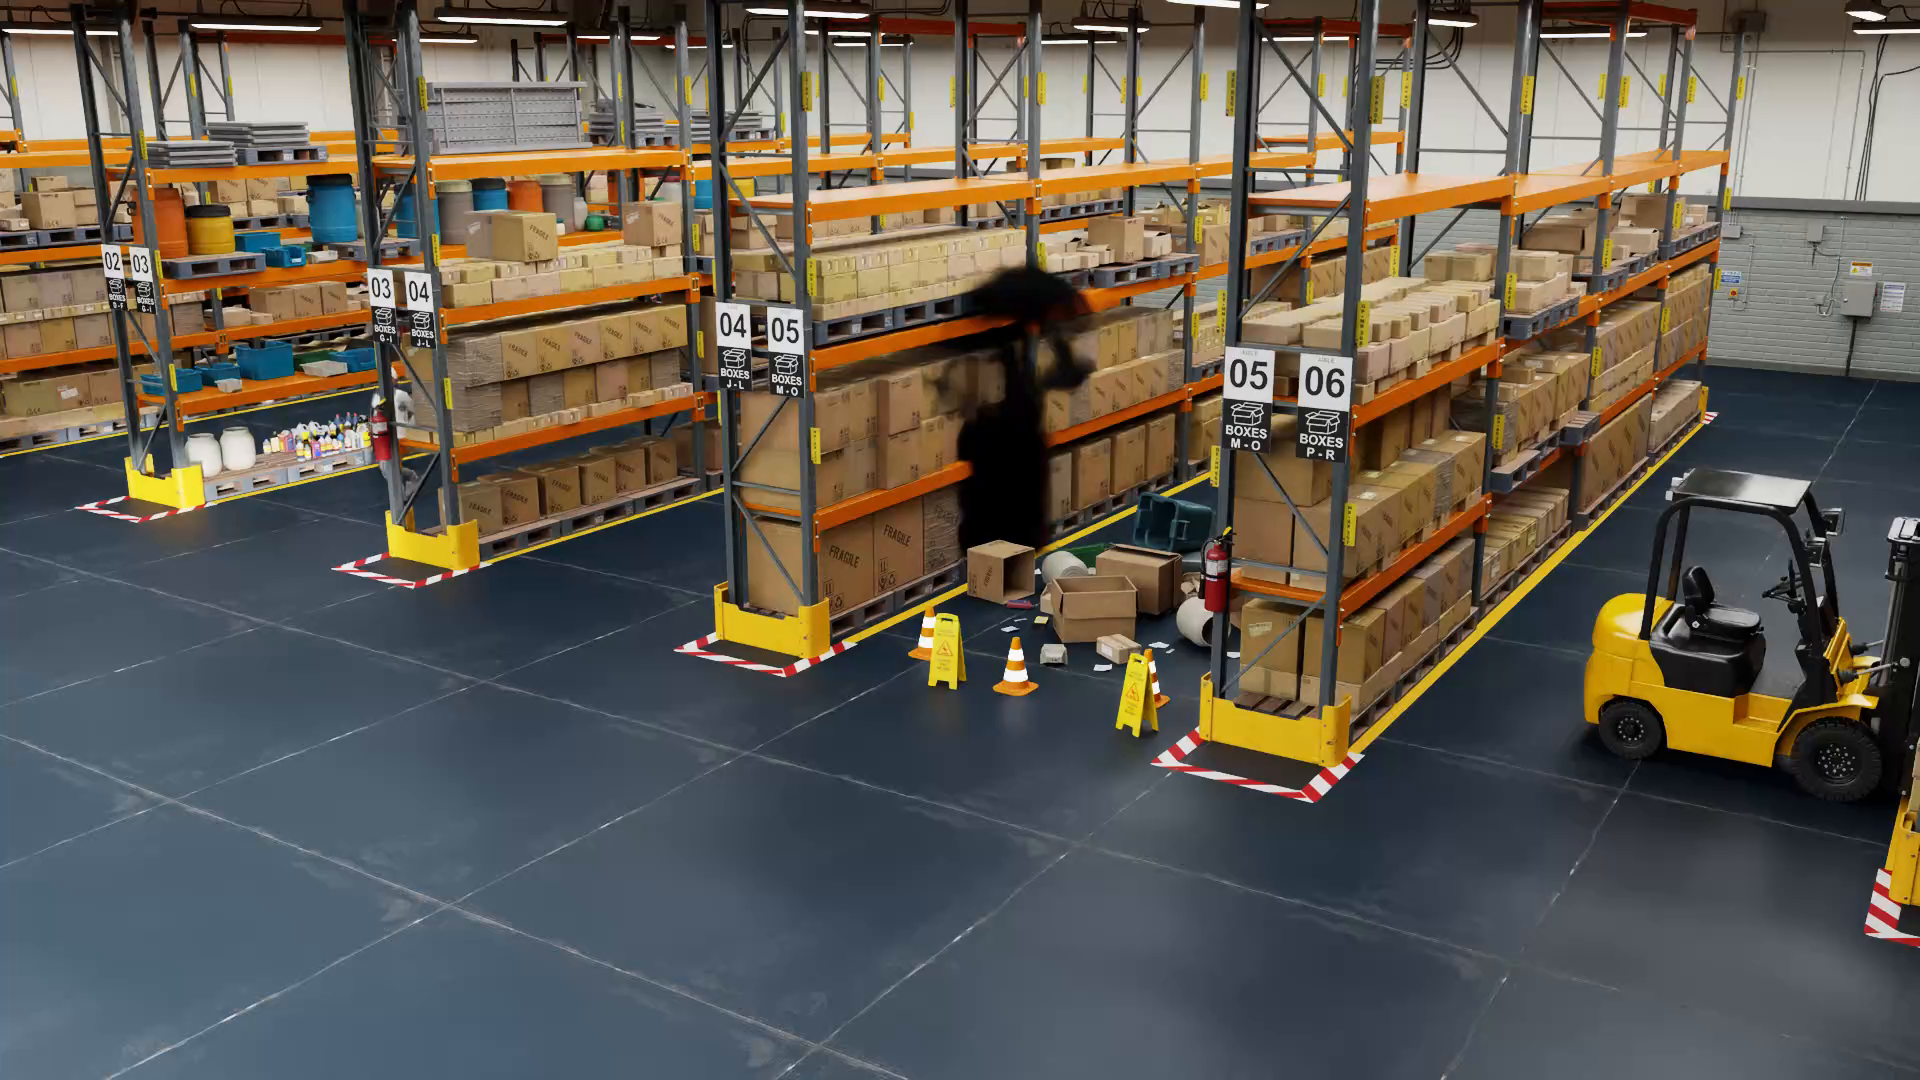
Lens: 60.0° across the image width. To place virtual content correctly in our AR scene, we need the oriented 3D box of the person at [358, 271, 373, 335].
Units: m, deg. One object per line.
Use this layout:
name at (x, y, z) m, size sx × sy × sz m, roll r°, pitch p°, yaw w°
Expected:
person at (-11.053, -4.199, 31.244) m, size 0.566 × 1.715 × 0.826 m, roll 8°, pitch 17°, yaw 26°

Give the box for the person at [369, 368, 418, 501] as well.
person at (-7.050, -1.273, 20.577) m, size 0.653 × 1.731 × 0.569 m, roll 5°, pitch 16°, yaw 19°
